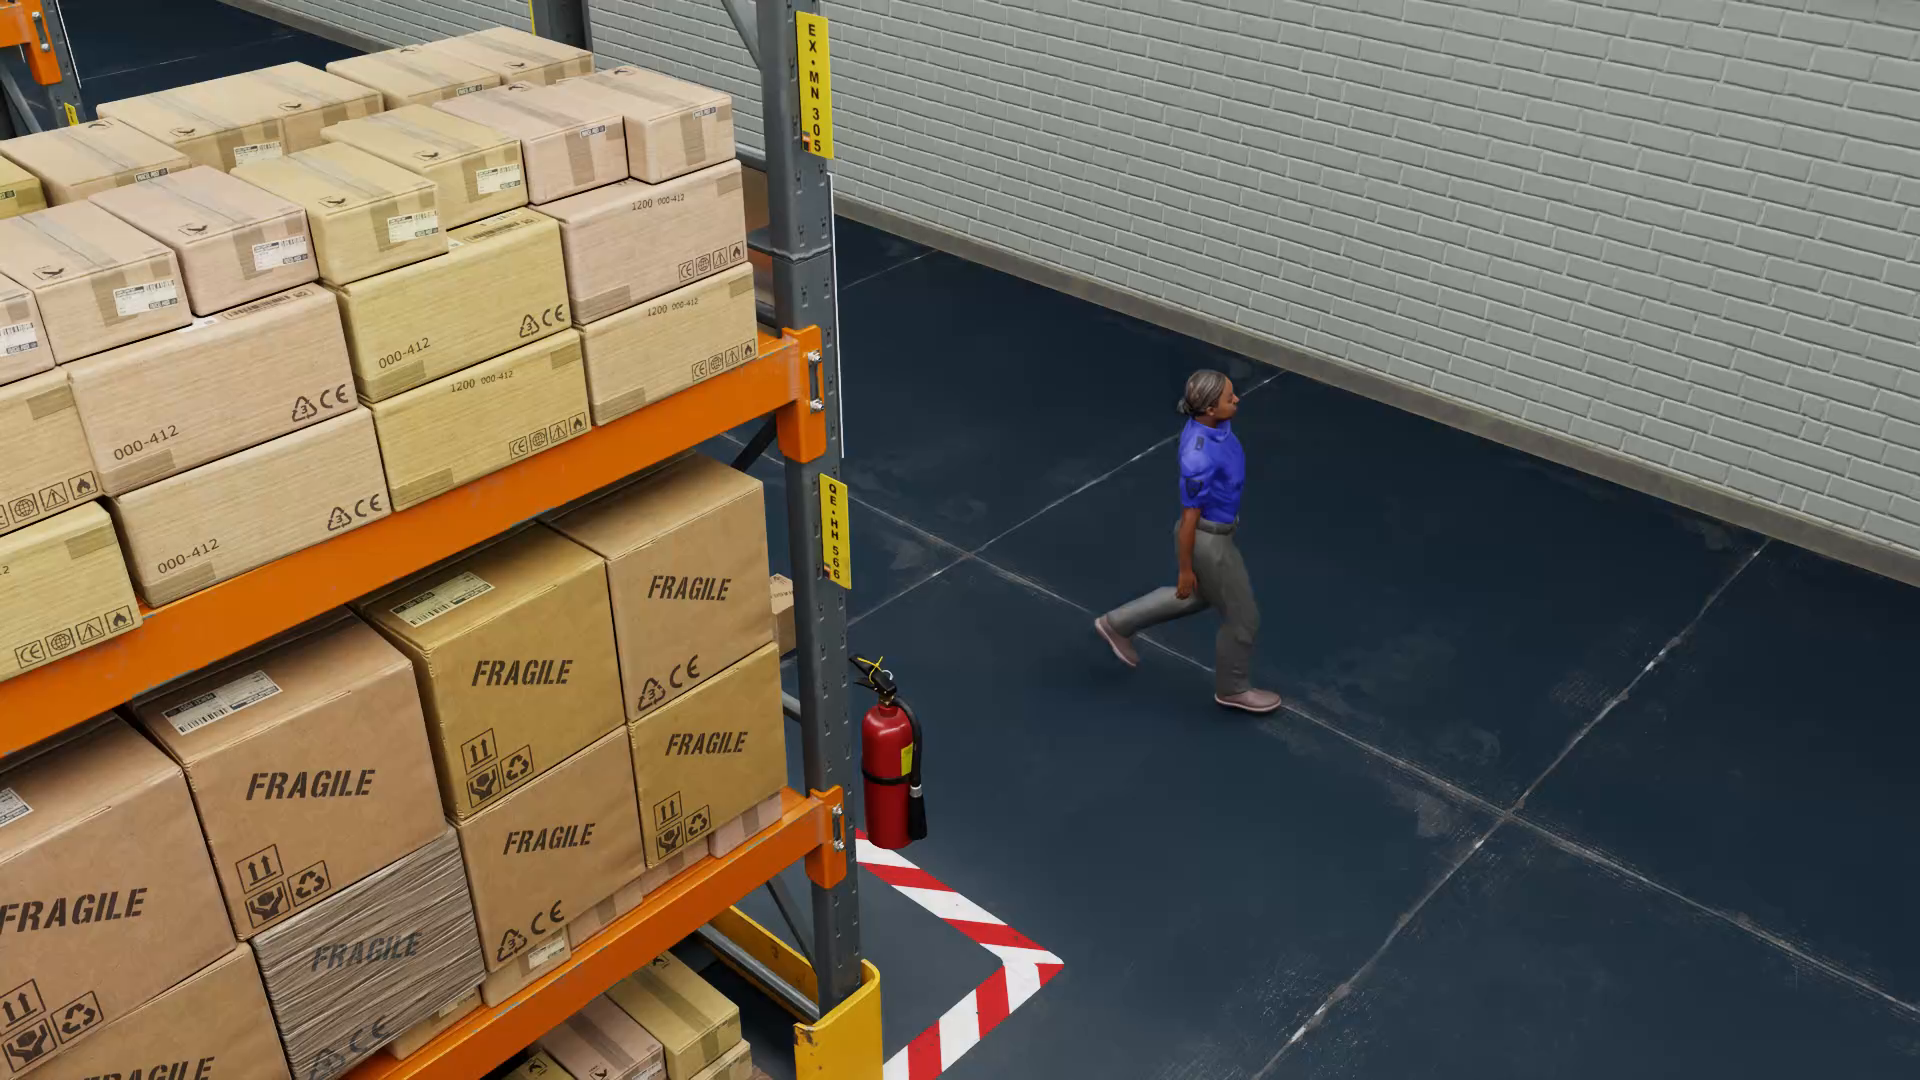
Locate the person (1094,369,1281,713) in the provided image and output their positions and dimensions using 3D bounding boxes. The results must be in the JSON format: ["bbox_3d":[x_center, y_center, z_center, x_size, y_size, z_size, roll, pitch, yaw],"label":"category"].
[{"bbox_3d":[1.021,-0.013,7.148,0.860,1.610,0.462,5,32,7],"label":"person"}]
